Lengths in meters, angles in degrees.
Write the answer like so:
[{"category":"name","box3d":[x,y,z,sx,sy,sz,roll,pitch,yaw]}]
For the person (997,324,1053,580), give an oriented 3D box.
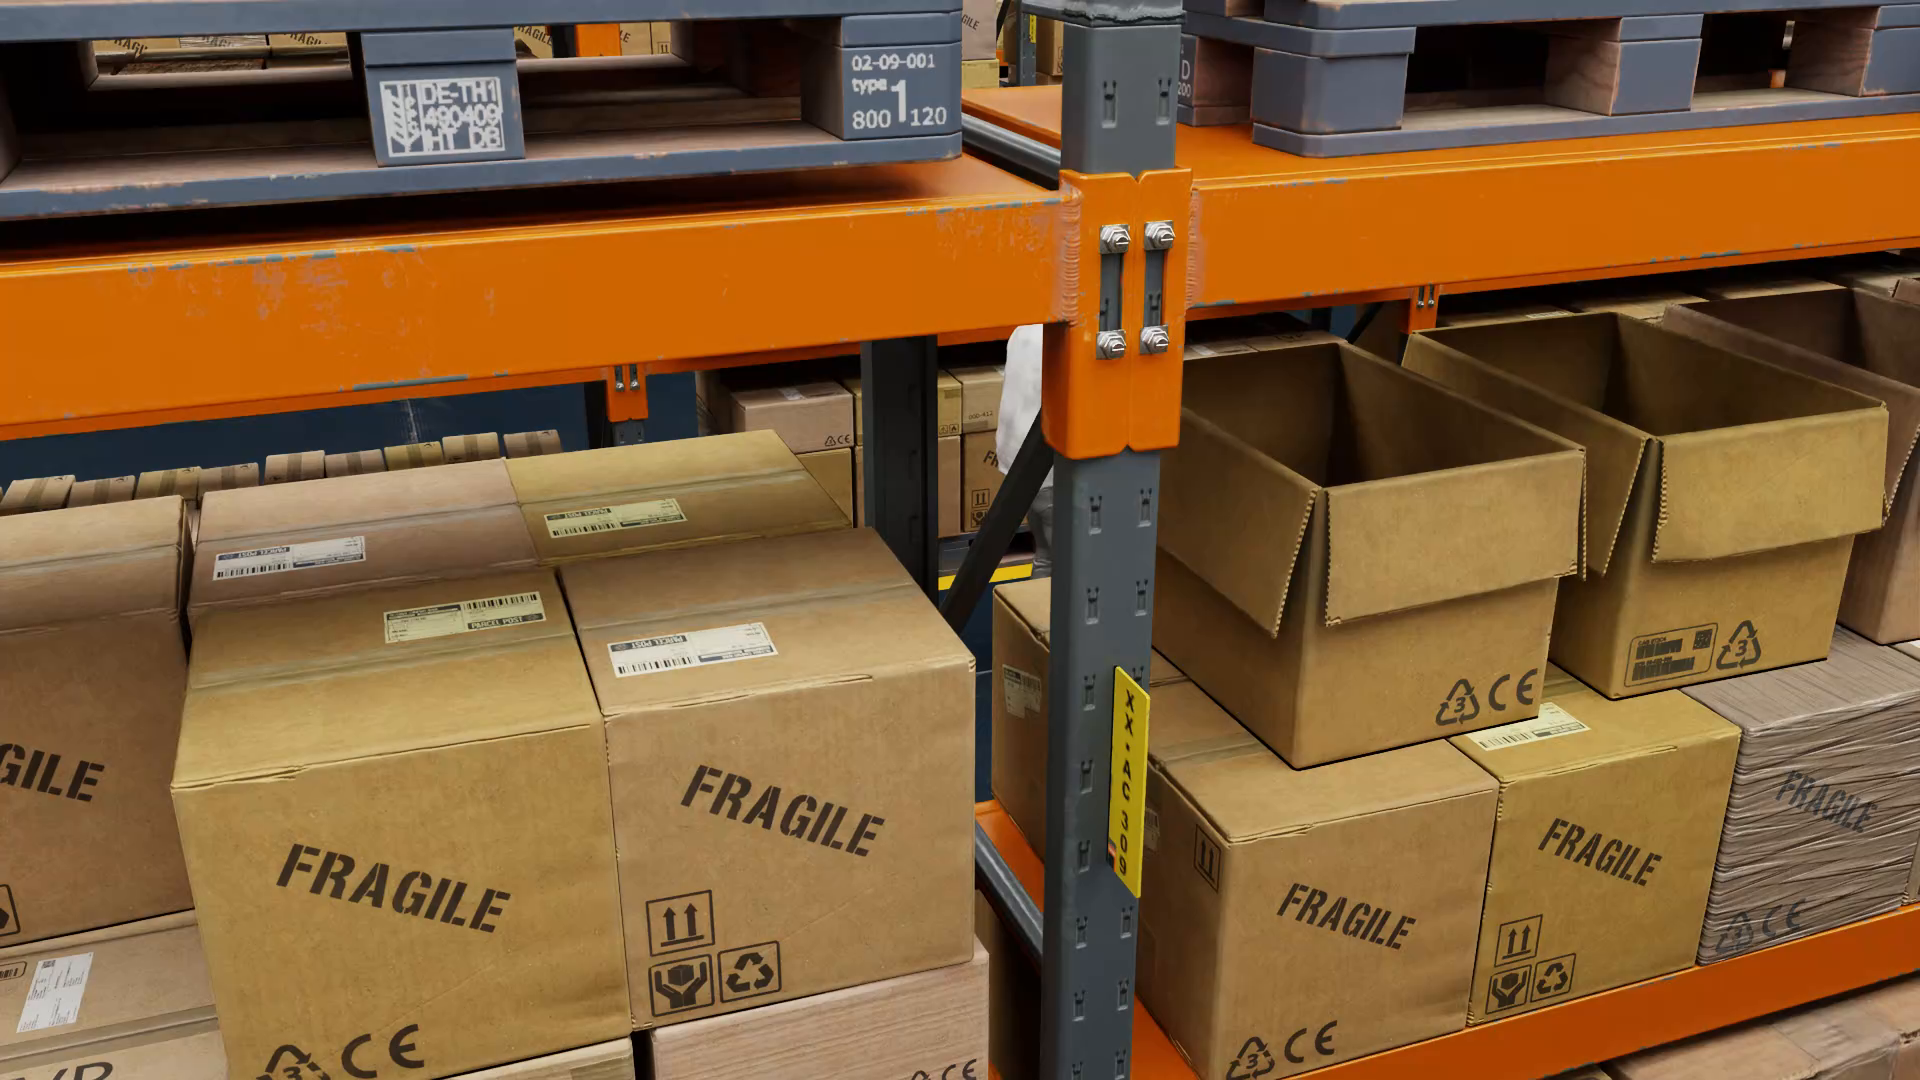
[{"category":"person","box3d":[0.398,-0.298,6.779,0.465,1.772,0.590,-9,24,-21]}]
